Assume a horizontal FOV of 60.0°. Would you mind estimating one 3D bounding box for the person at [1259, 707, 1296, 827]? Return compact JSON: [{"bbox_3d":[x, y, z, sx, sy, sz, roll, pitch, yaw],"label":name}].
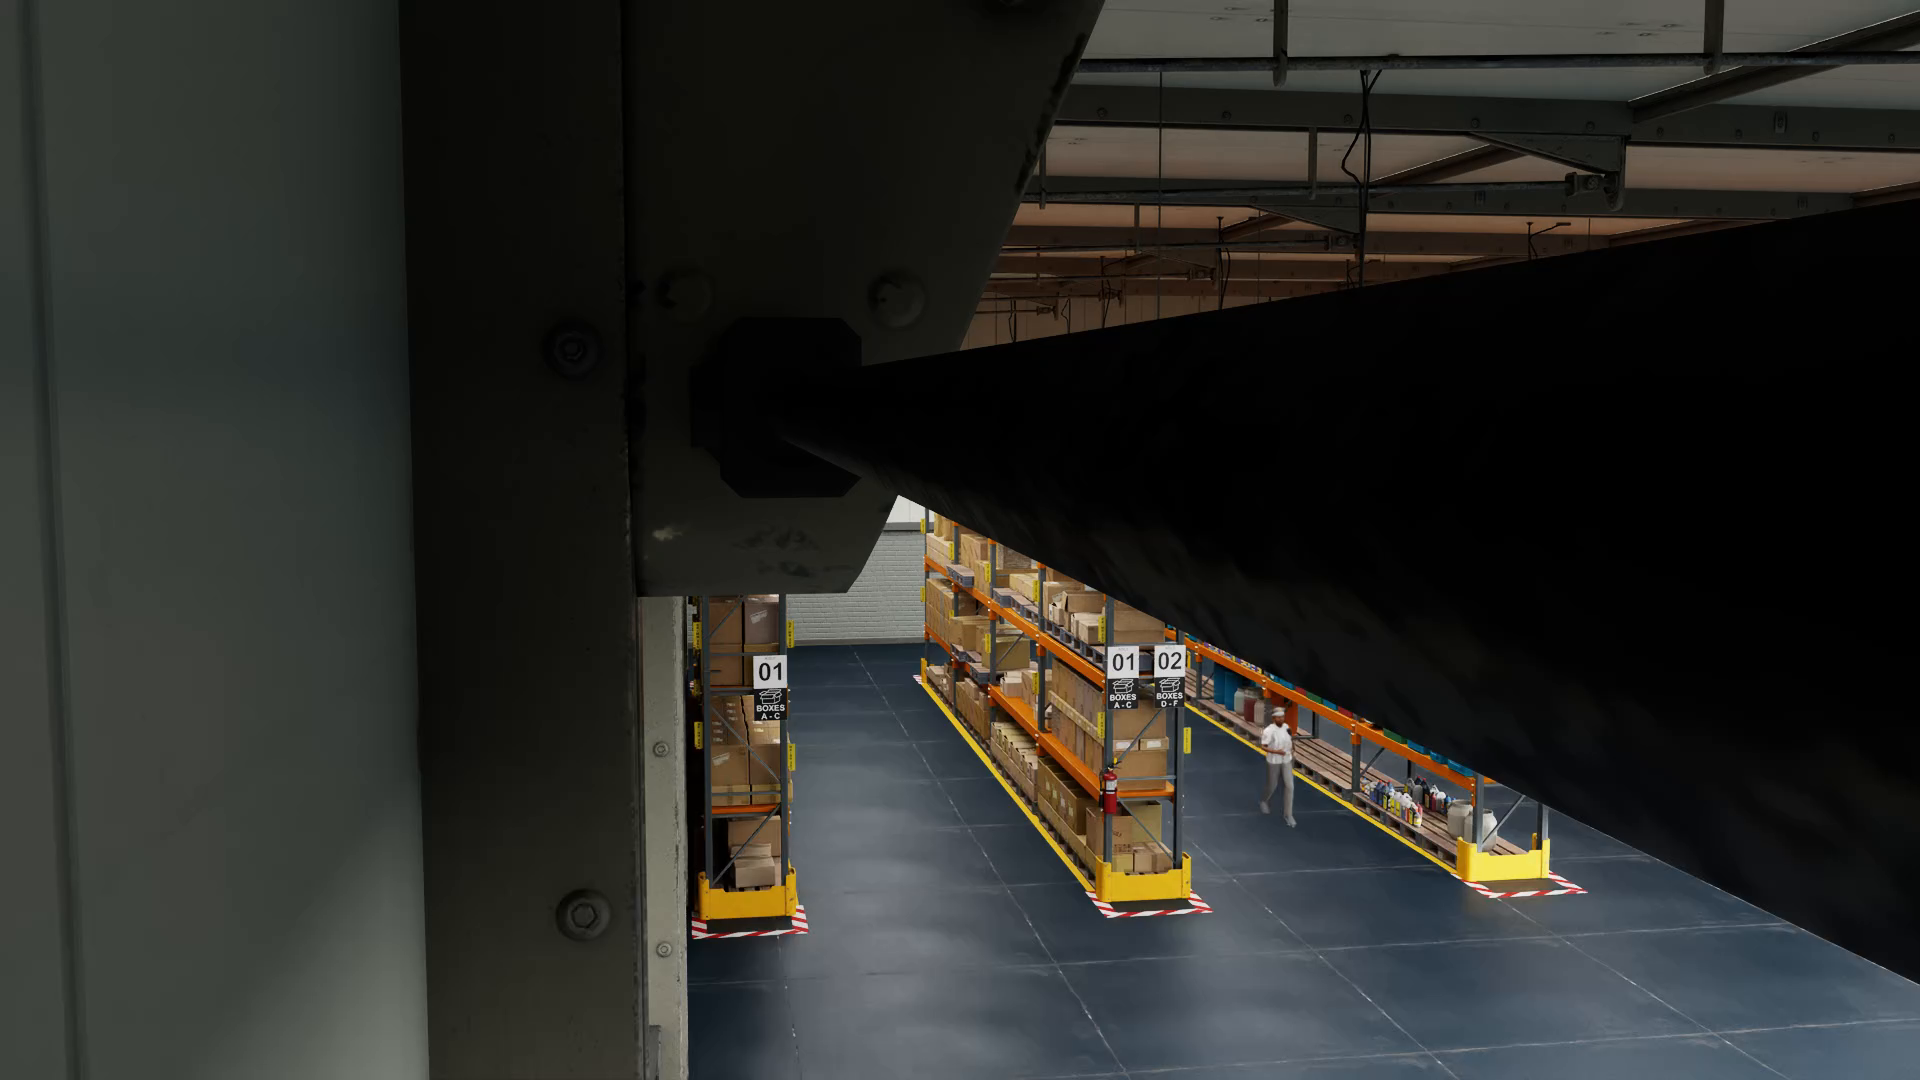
[{"bbox_3d":[4.714,3.317,24.663,0.587,1.729,0.895,-1,5,-15],"label":"person"}]
